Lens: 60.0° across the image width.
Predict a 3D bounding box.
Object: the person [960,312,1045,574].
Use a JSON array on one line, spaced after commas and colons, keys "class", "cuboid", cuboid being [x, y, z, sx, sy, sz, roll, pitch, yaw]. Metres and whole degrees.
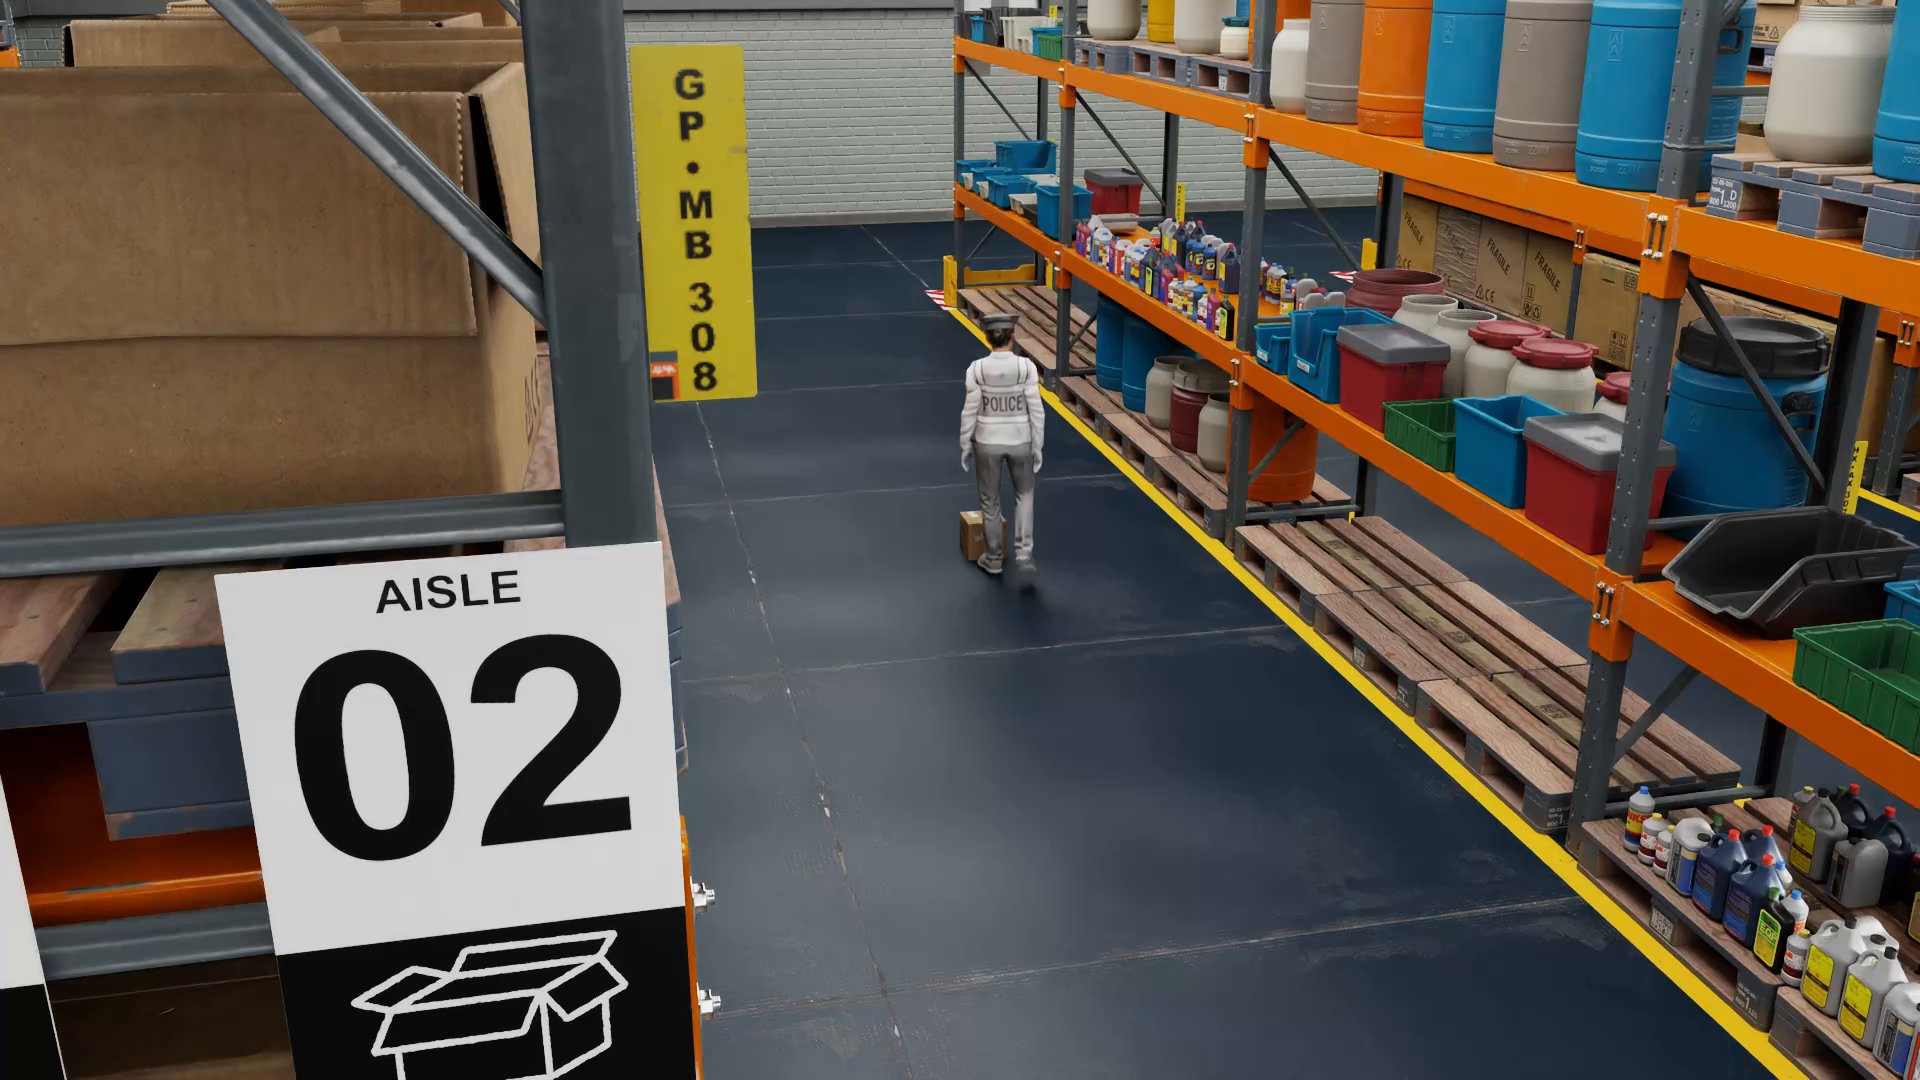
[{"class": "person", "cuboid": [0.245, -0.566, 10.099, 0.502, 1.656, 0.511, -2, 20, -5]}]
